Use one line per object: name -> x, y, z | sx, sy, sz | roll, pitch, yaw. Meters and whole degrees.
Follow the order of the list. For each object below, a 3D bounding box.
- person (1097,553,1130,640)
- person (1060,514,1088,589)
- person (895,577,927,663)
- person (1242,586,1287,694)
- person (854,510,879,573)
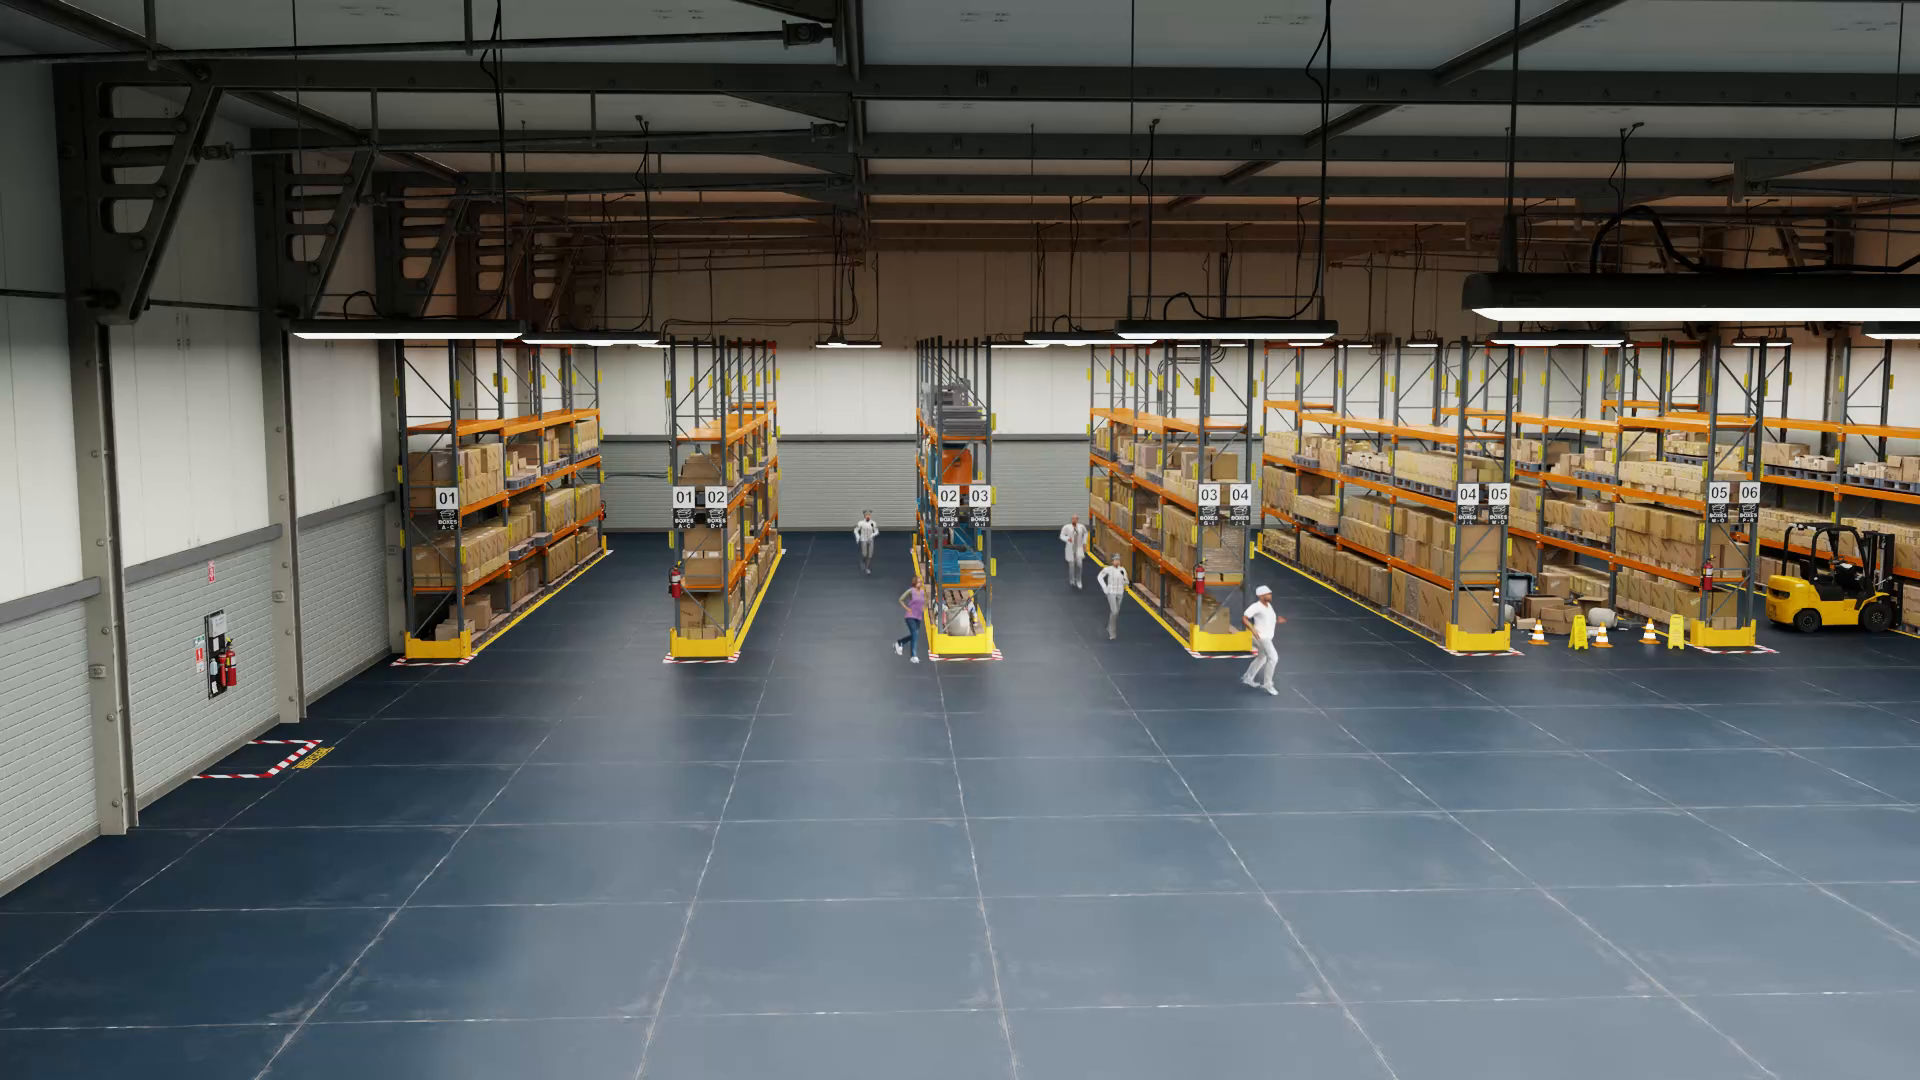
person -> 3.100, 1.119, 33.269 | 0.591, 1.748, 0.740 | -2, 7, -19
person -> 2.765, 0.278, 40.306 | 0.698, 1.819, 0.805 | 0, 6, 0
person -> -0.878, 1.462, 30.911 | 0.582, 1.582, 0.751 | -5, 8, -39
person -> 5.107, 1.680, 27.981 | 0.722, 1.830, 0.675 | 3, 7, 27
person -> -2.379, 0.043, 42.721 | 0.607, 1.656, 0.561 | -1, 7, -11
